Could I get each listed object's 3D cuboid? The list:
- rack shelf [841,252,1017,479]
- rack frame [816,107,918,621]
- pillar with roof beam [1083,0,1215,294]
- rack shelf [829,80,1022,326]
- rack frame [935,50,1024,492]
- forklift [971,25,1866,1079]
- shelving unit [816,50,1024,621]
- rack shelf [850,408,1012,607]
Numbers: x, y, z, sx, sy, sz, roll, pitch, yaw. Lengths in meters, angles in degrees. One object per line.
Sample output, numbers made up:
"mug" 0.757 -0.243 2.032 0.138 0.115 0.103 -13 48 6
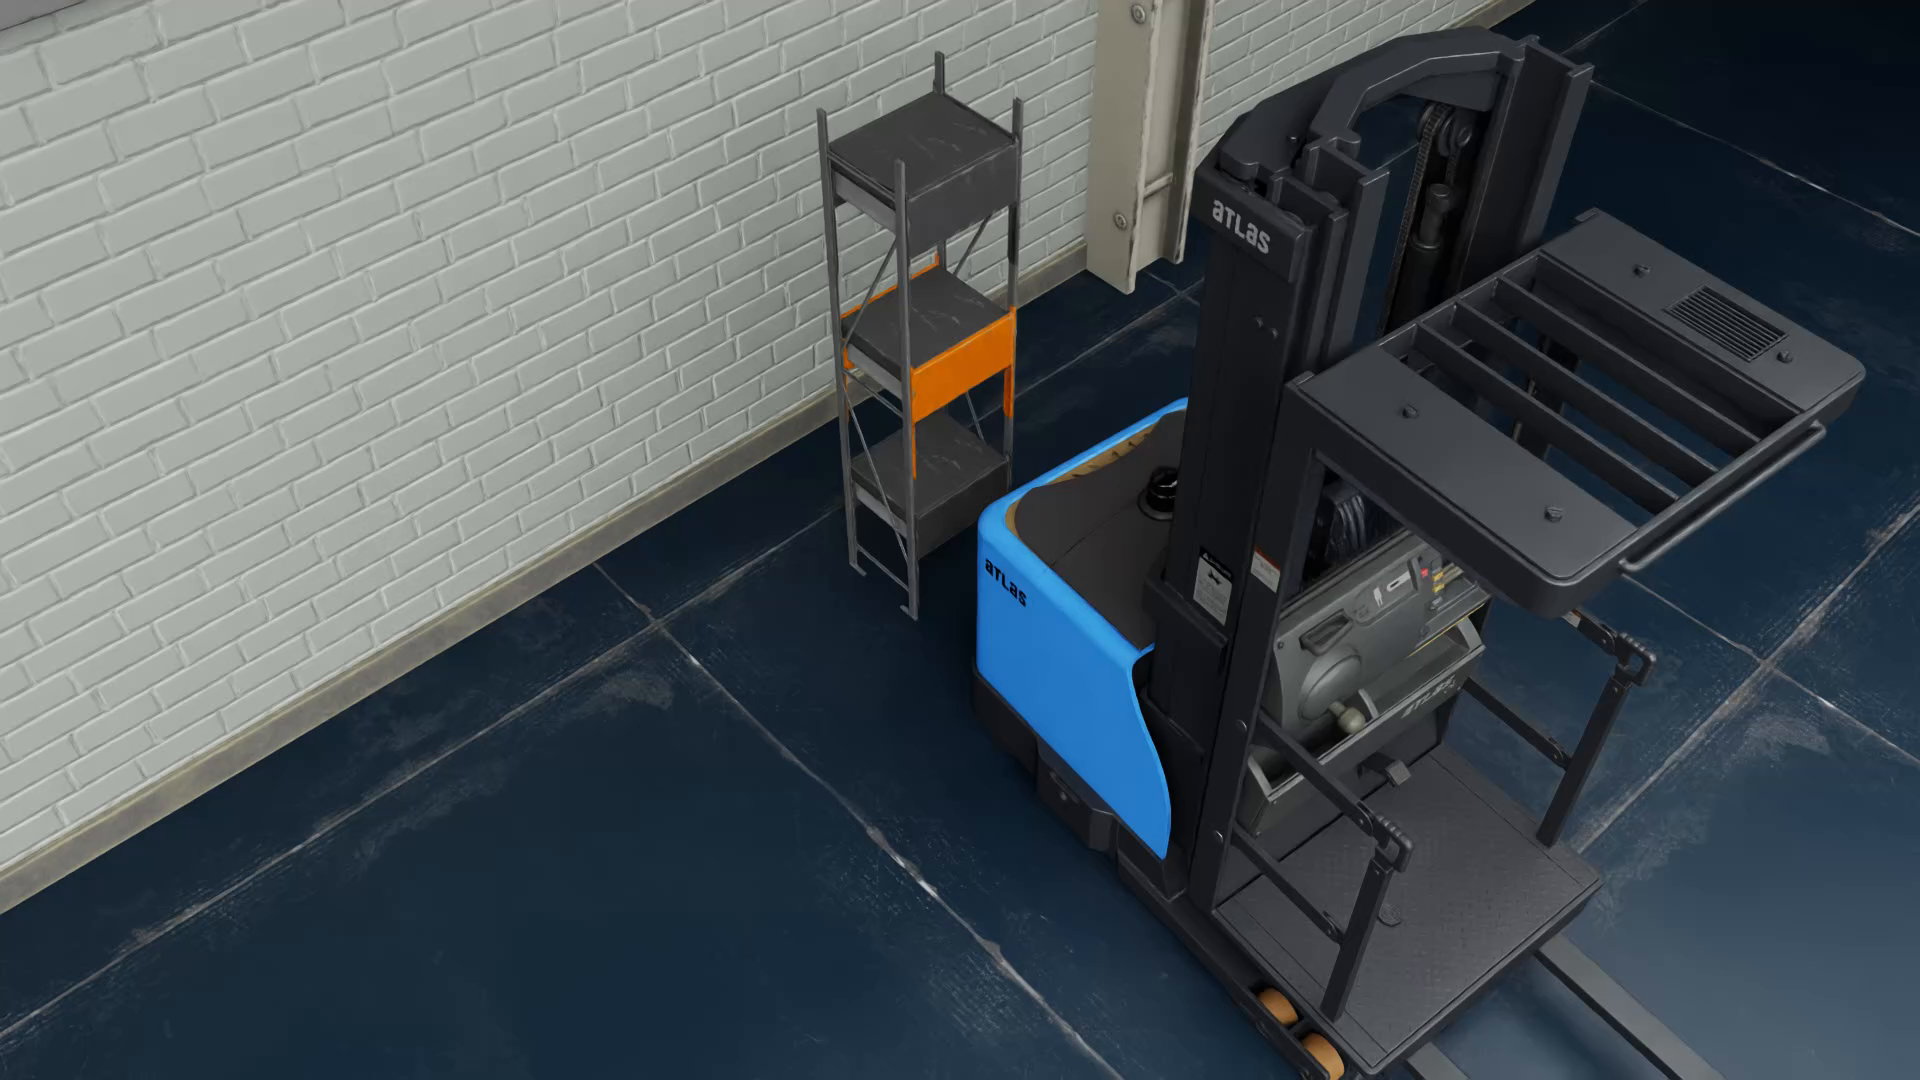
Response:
"rack shelf" -0.122 -0.621 5.913 0.480 0.518 0.431 -34 56 -27
"rack frame" -0.303 -0.510 5.791 0.015 2.100 0.400 -34 56 -27
"pillar with roof beam" 3.723 -2.043 2.512 0.400 9.000 9.100 -34 56 -27
"rack shelf" -0.122 -1.096 5.398 0.480 0.518 0.431 -34 56 -27
"rack frame" 0.058 -0.751 6.014 0.015 2.100 0.400 -34 56 -27
"forklift" 1.335 0.287 4.491 1.130 2.935 3.031 -29 54 -24
"shelving unit" -0.122 -0.630 5.903 0.503 2.100 0.431 -34 56 -27
"rack shelf" -0.122 -0.146 6.427 0.480 0.518 0.431 -34 56 -27
